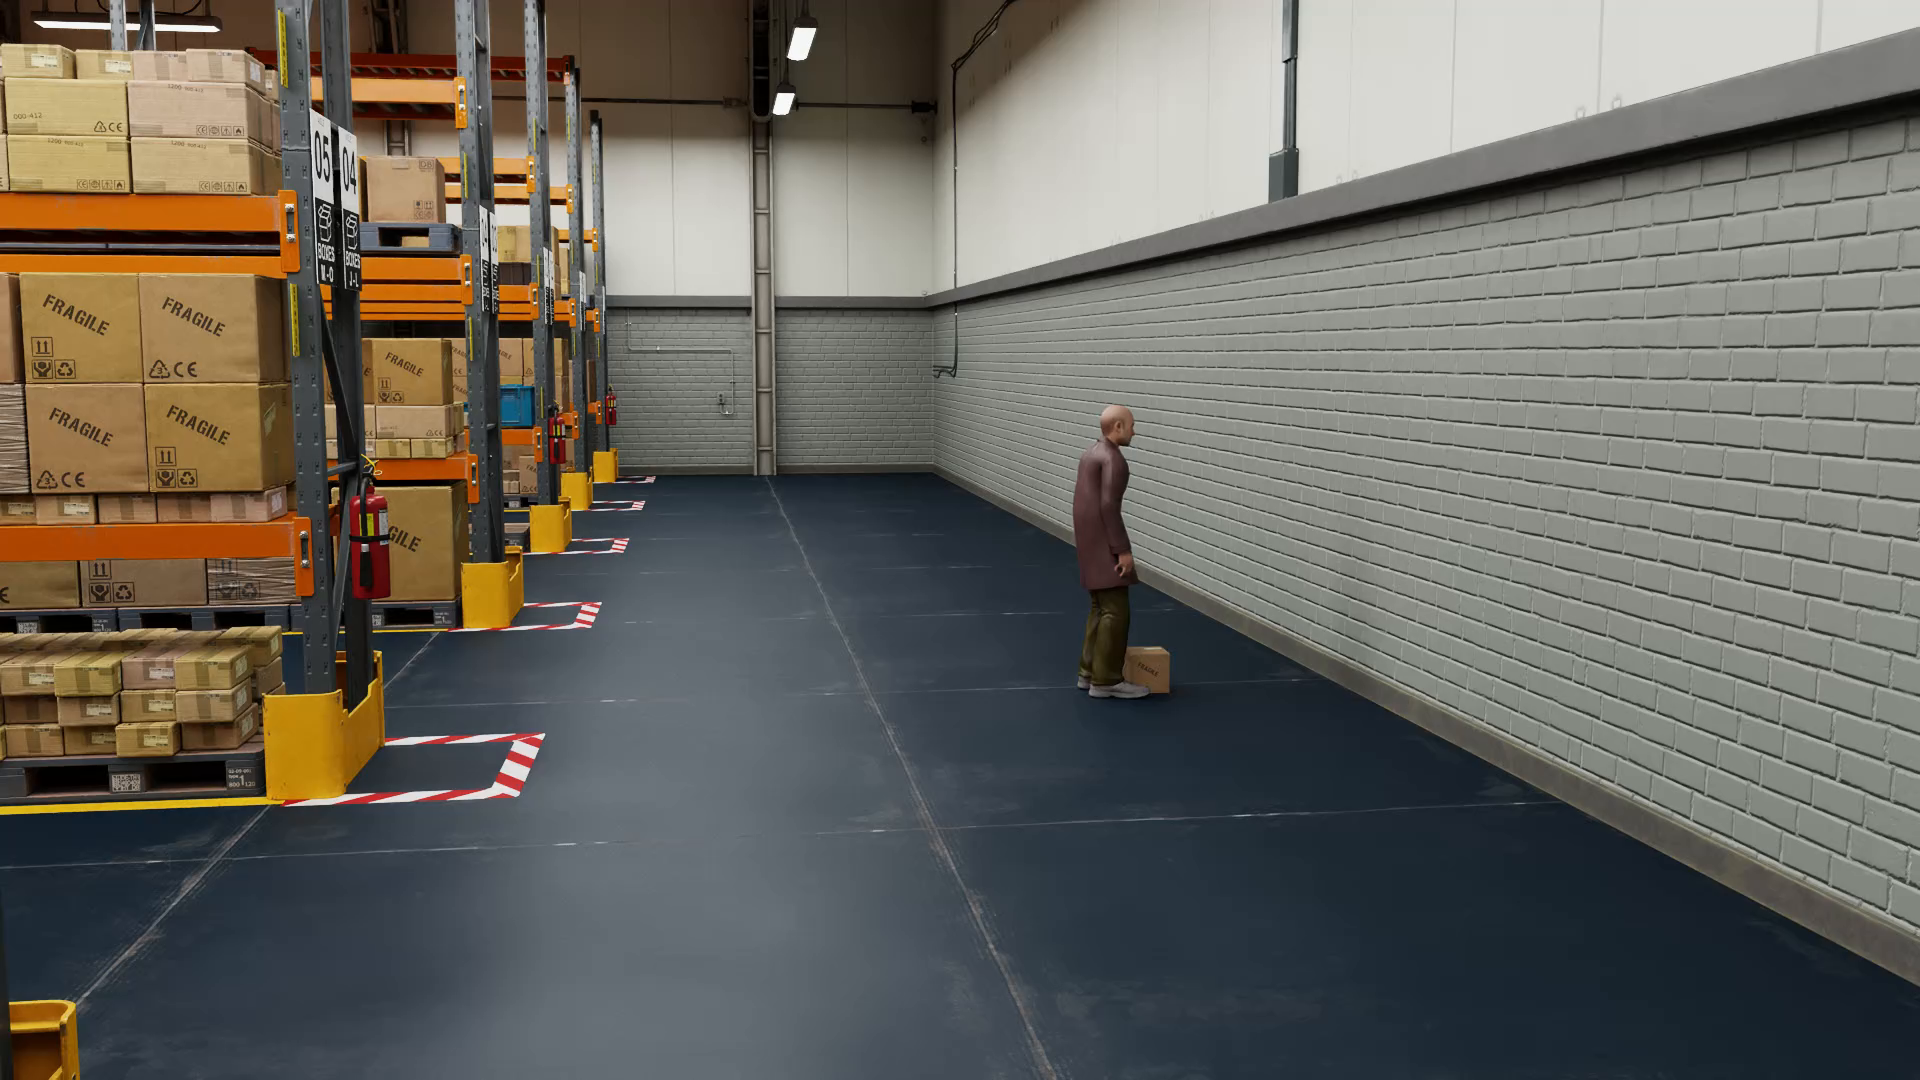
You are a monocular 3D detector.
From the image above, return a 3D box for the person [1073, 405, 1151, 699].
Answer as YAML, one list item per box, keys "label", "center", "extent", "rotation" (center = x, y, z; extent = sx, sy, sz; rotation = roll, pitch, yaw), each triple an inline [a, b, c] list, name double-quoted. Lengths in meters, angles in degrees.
- label: "person"
  center: [0.915, 0.058, 10.251]
  extent: [0.420, 1.774, 0.643]
  rotation: [-1, 6, -9]
